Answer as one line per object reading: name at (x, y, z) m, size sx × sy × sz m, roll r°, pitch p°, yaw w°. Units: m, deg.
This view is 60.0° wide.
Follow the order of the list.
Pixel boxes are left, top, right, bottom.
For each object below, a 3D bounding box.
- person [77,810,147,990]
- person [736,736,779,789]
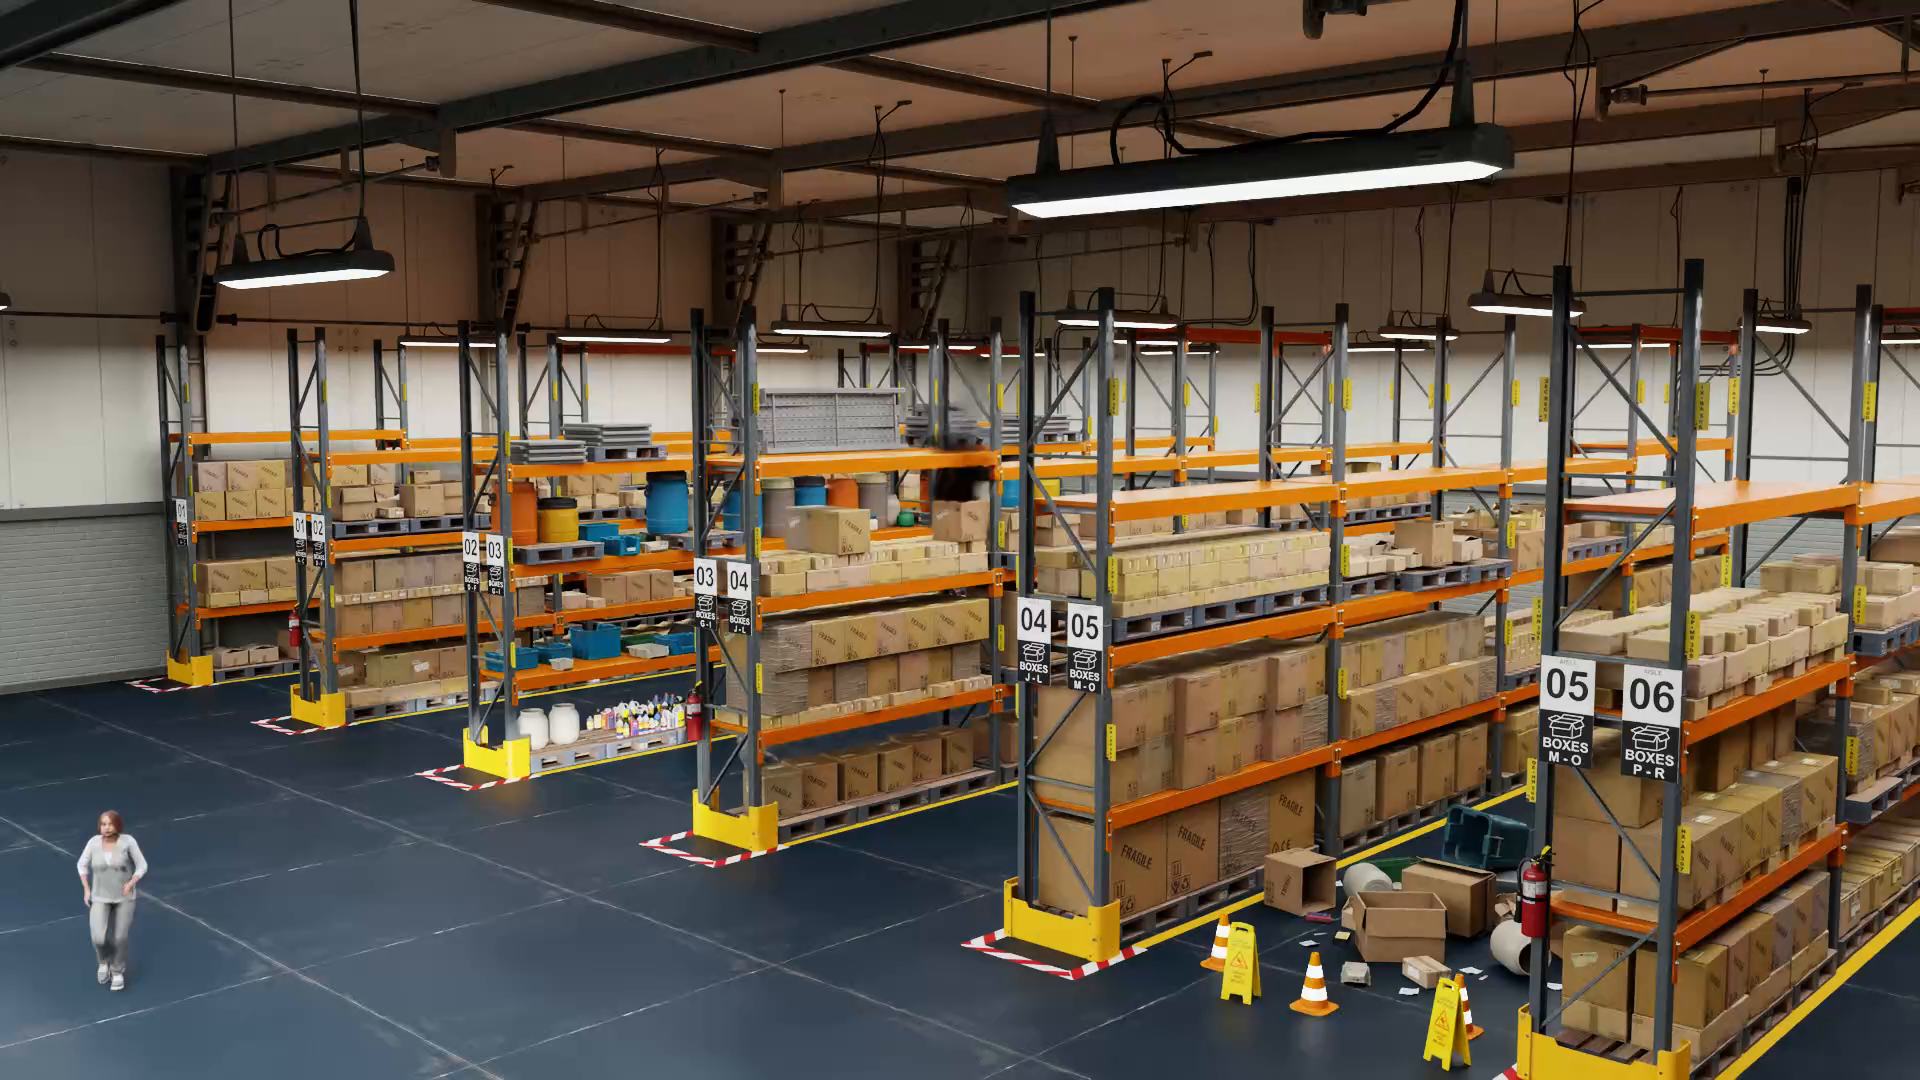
person at (-7.183, 3.064, 14.098) m, size 0.545 × 1.567 × 0.530 m, roll -2°, pitch 6°, yaw -22°
person at (-2.615, 2.309, 21.219) m, size 0.679 × 1.733 × 0.621 m, roll 3°, pitch 6°, yaw 31°
